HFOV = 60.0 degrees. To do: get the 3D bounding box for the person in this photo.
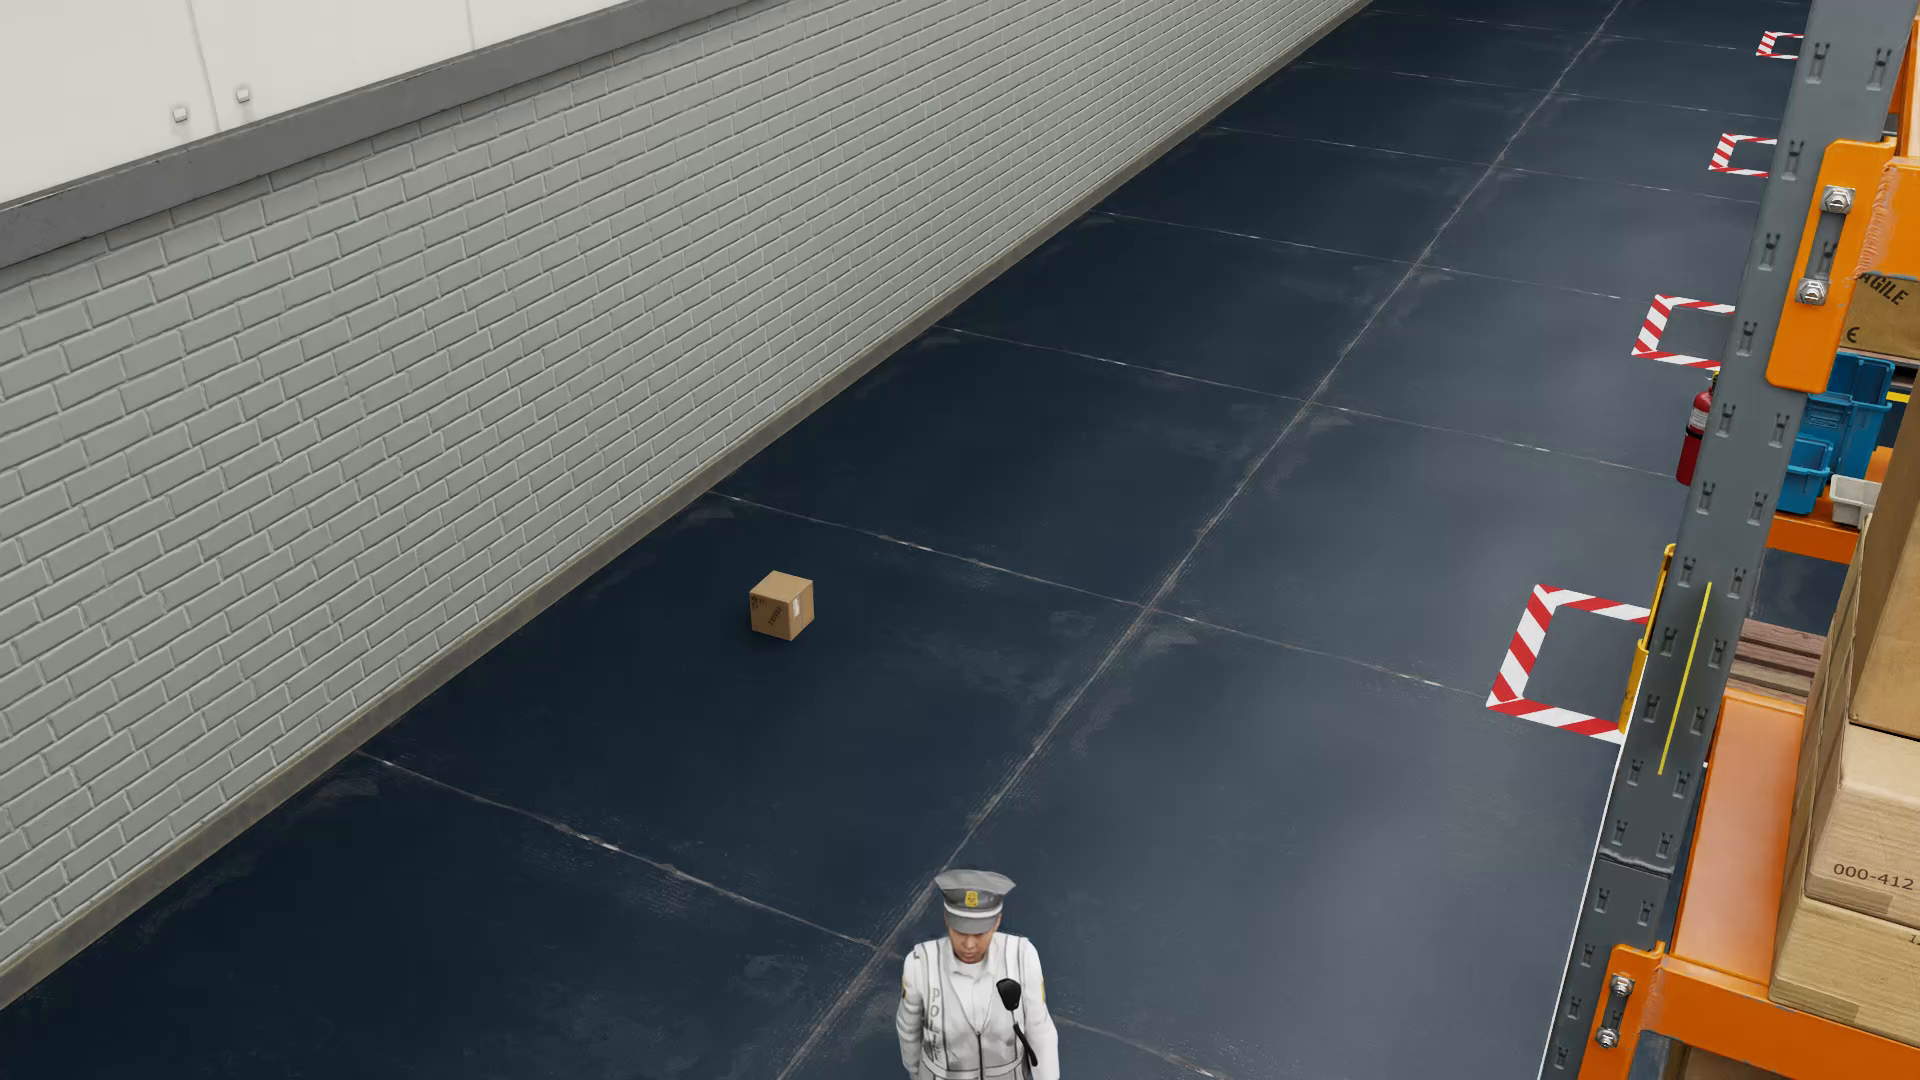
[{"bbox_3d":[0.070,1.740,5.250,0.480,1.631,0.980,-6,31,-11],"label":"person"}]
